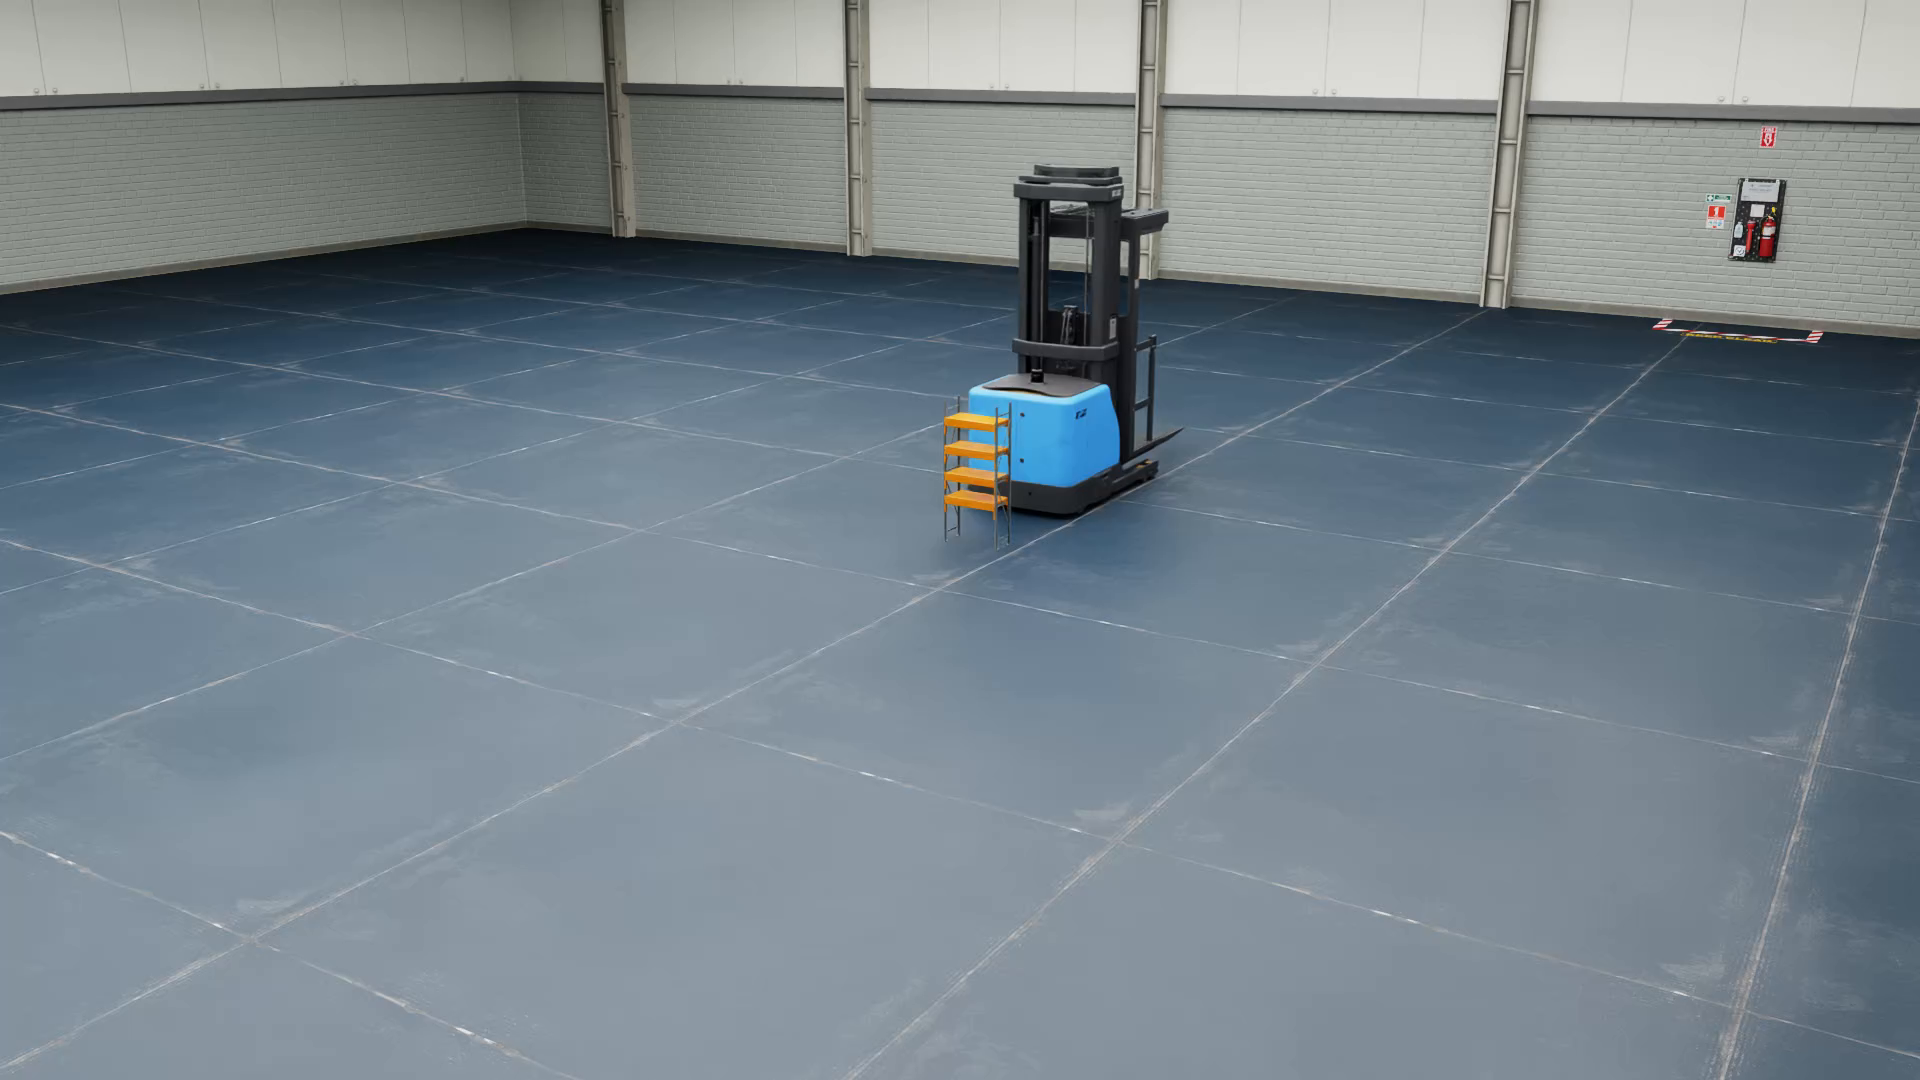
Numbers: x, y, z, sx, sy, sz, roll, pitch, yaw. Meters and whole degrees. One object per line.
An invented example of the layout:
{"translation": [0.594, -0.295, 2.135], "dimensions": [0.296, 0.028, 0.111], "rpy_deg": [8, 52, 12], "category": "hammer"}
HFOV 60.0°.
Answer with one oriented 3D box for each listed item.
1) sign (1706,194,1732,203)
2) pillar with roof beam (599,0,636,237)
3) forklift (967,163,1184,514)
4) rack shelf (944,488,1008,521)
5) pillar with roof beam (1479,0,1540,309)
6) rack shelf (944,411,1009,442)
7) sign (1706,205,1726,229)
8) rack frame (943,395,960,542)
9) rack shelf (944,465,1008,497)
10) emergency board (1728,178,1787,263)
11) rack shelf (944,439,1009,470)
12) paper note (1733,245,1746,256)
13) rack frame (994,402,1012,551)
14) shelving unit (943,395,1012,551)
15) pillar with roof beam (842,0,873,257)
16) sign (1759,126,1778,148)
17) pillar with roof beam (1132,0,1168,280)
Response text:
{"translation": [10.919, -4.917, 23.933], "dimensions": [0.331, 0.109, 0.001], "rpy_deg": [10, 20, 30], "category": "sign"}
{"translation": [-9.281, -9.609, 30.031], "dimensions": [0.400, 9.000, 9.100], "rpy_deg": [10, 20, 30], "category": "pillar with roof beam"}
{"translation": [1.232, -2.003, 15.432], "dimensions": [1.130, 2.935, 3.031], "rpy_deg": [9, 19, 28], "category": "forklift"}
{"translation": [0.141, -0.295, 13.701], "dimensions": [0.480, 0.148, 0.258], "rpy_deg": [10, 20, 30], "category": "rack shelf"}
{"translation": [6.057, -6.871, 21.018], "dimensions": [0.400, 9.000, 9.100], "rpy_deg": [10, 20, 30], "category": "pillar with roof beam"}
{"translation": [0.141, -0.925, 13.510], "dimensions": [0.480, 0.148, 0.258], "rpy_deg": [10, 20, 30], "category": "rack shelf"}
{"translation": [10.920, -4.666, 24.020], "dimensions": [0.234, 0.329, 0.001], "rpy_deg": [10, 20, 30], "category": "sign"}
{"translation": [-0.067, -0.586, 13.746], "dimensions": [0.015, 1.200, 0.240], "rpy_deg": [10, 20, 30], "category": "rack frame"}
{"translation": [0.141, -0.485, 13.643], "dimensions": [0.480, 0.148, 0.258], "rpy_deg": [10, 20, 30], "category": "rack shelf"}
{"translation": [11.337, -4.539, 23.664], "dimensions": [0.643, 1.169, 0.194], "rpy_deg": [10, 20, 30], "category": "emergency board"}
{"translation": [0.141, -0.699, 13.578], "dimensions": [0.480, 0.148, 0.258], "rpy_deg": [10, 20, 30], "category": "rack shelf"}
{"translation": [11.222, -4.162, 23.937], "dimensions": [0.142, 0.148, 0.016], "rpy_deg": [10, 20, 30], "category": "paper note"}
{"translation": [0.349, -0.512, 13.502], "dimensions": [0.015, 1.200, 0.240], "rpy_deg": [10, 20, 30], "category": "rack frame"}
{"translation": [0.141, -0.549, 13.624], "dimensions": [0.503, 1.200, 0.258], "rpy_deg": [10, 20, 30], "category": "shelving unit"}
{"translation": [-4.168, -8.696, 27.027], "dimensions": [0.400, 9.000, 9.100], "rpy_deg": [10, 20, 30], "category": "pillar with roof beam"}
{"translation": [11.382, -5.674, 23.412], "dimensions": [0.199, 0.298, 0.001], "rpy_deg": [10, 20, 30], "category": "sign"}
{"translation": [0.944, -7.783, 24.022], "dimensions": [0.400, 9.000, 9.100], "rpy_deg": [10, 20, 30], "category": "pillar with roof beam"}
